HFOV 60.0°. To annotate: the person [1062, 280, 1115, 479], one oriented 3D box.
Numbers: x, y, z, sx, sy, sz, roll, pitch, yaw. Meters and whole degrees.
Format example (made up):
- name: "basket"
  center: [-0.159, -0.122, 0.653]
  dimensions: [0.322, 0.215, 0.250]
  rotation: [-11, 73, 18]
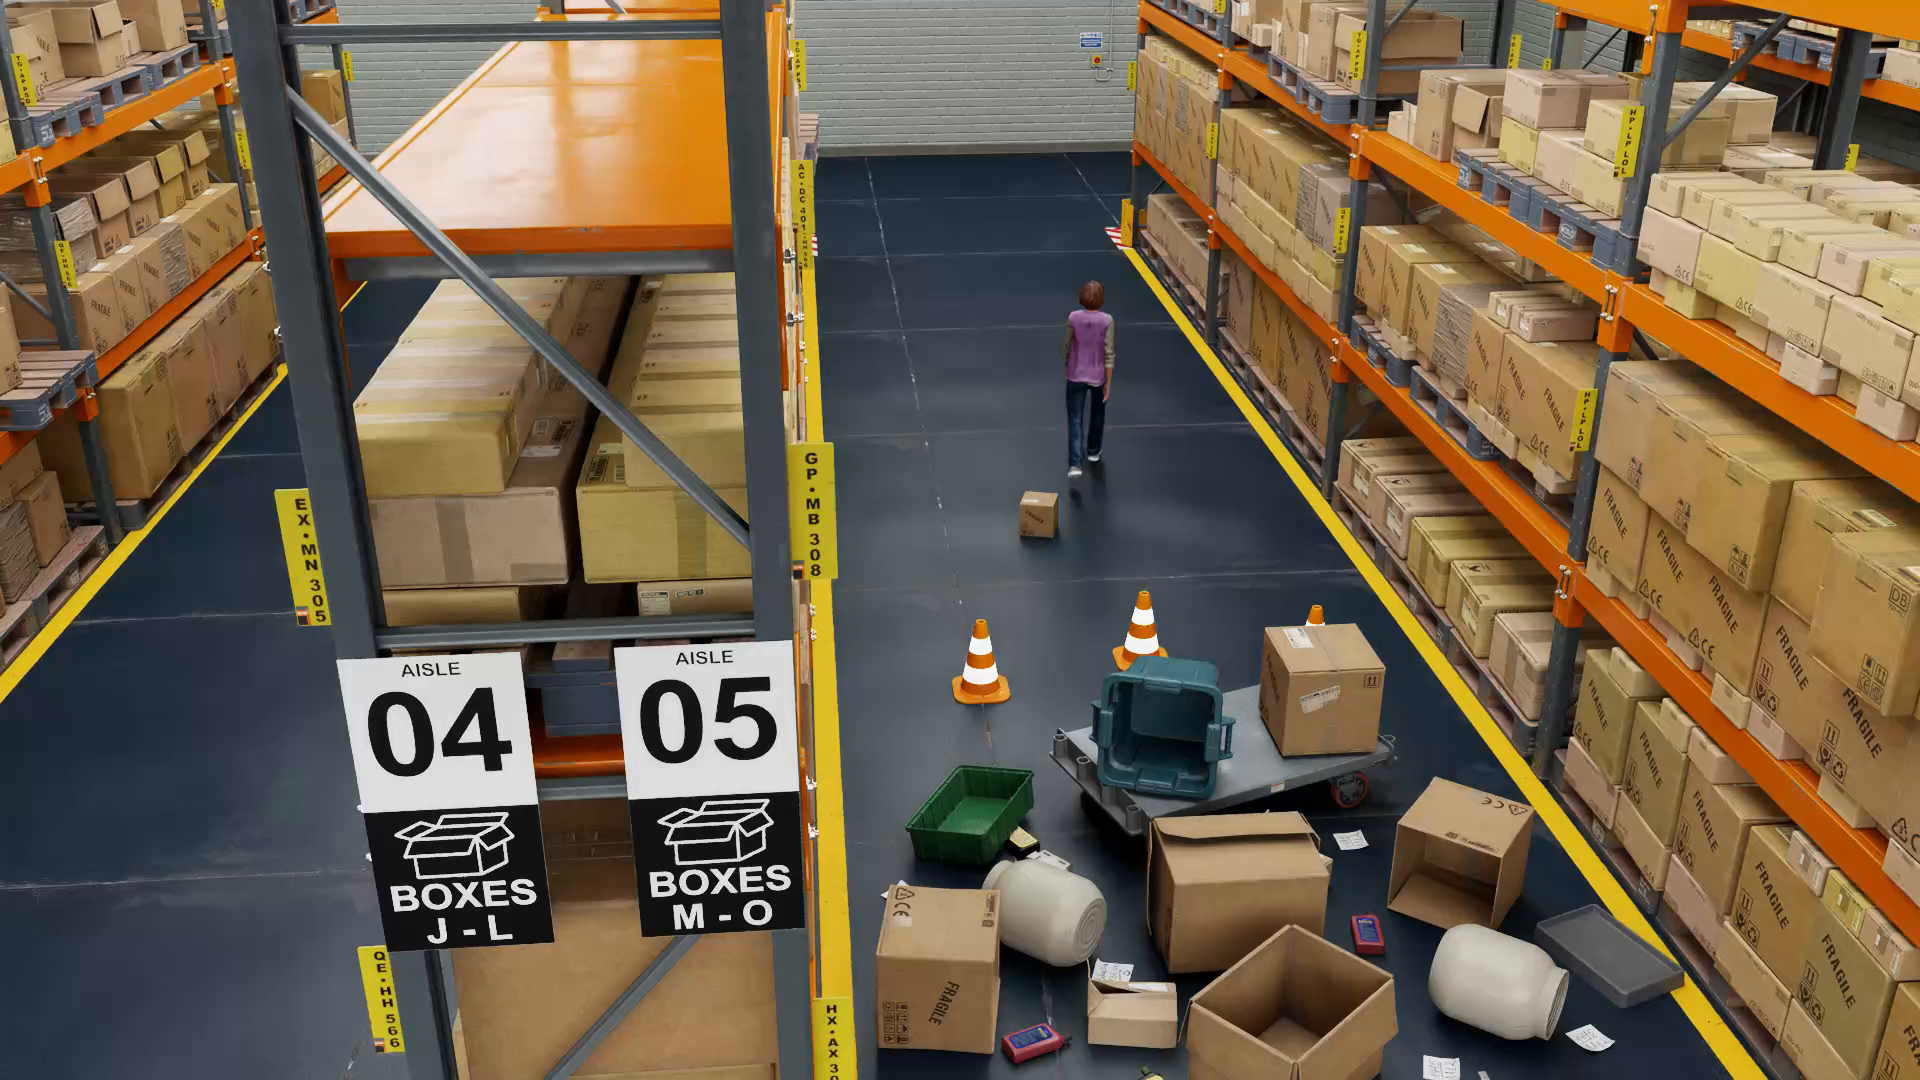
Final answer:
- name: "person"
  center: [0.992, -1.260, 12.913]
  dimensions: [0.411, 1.546, 0.948]
  rotation: [2, 24, 5]
